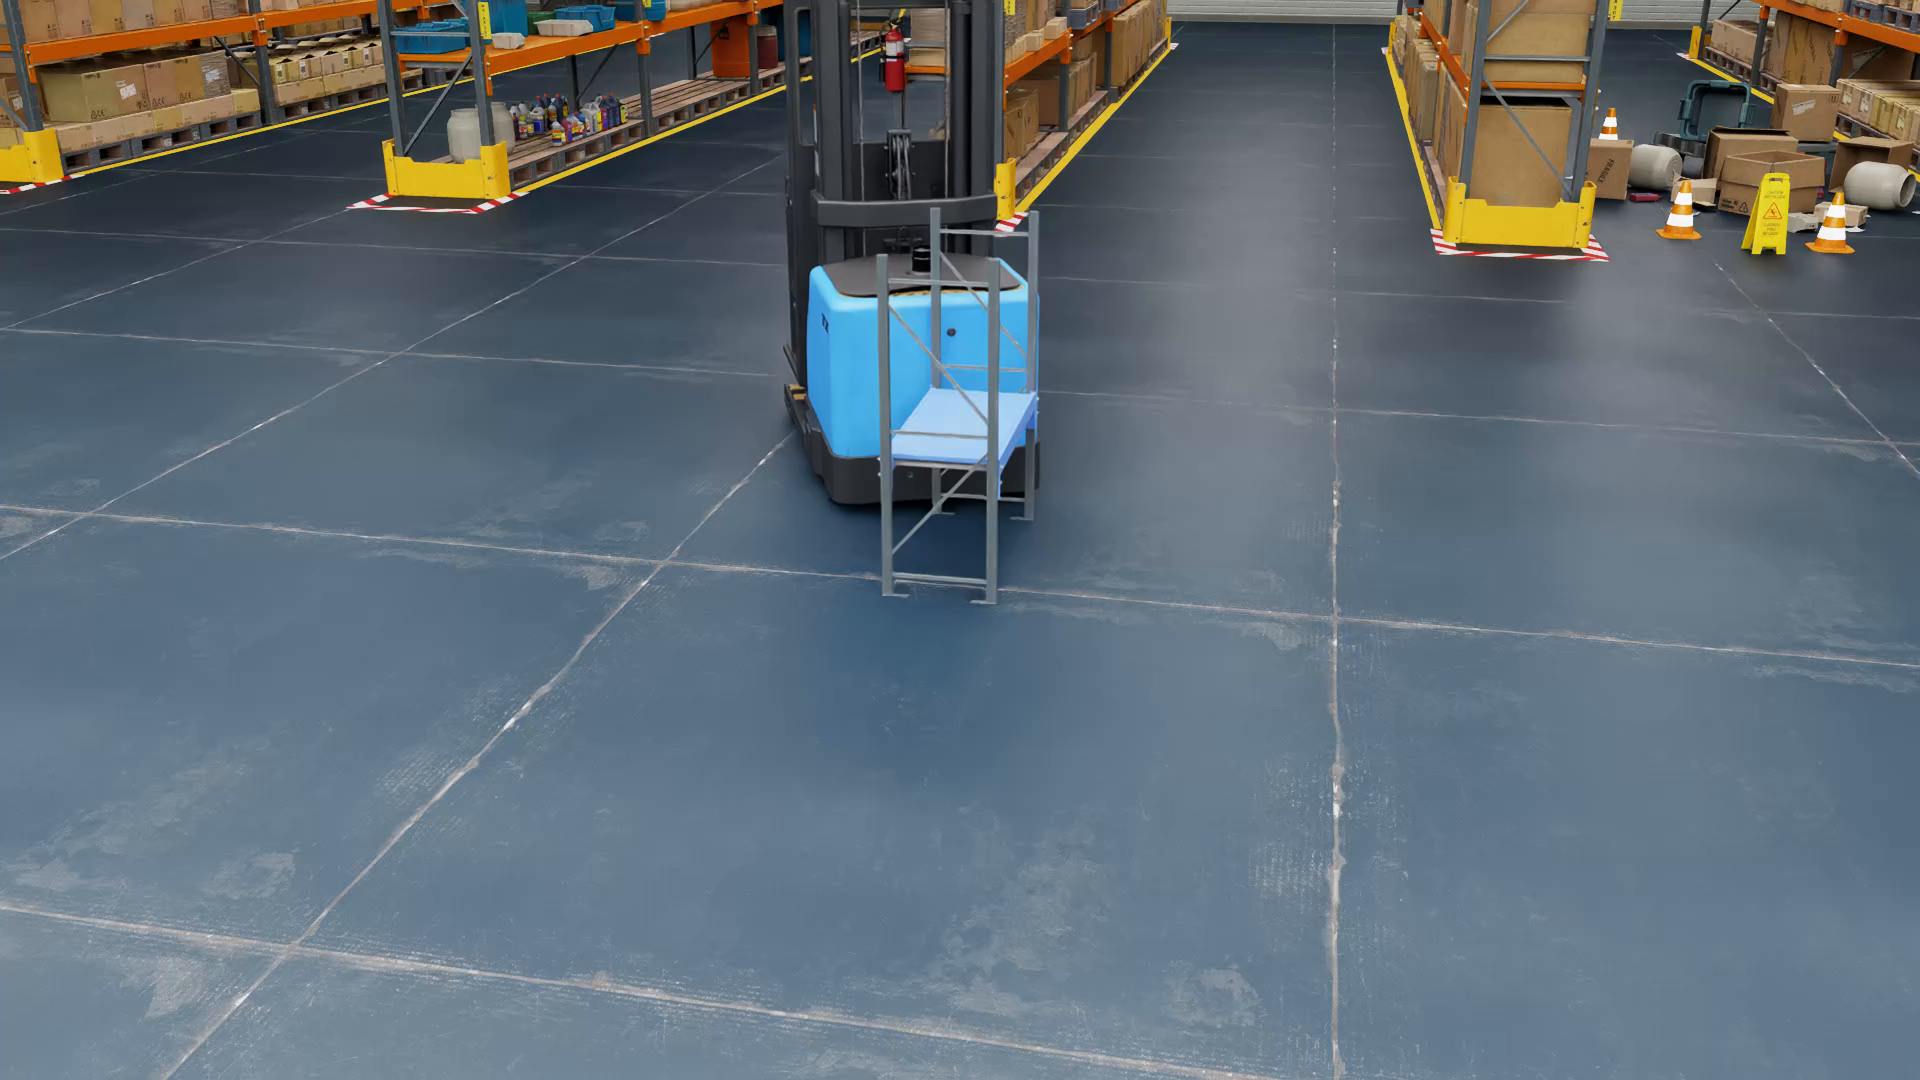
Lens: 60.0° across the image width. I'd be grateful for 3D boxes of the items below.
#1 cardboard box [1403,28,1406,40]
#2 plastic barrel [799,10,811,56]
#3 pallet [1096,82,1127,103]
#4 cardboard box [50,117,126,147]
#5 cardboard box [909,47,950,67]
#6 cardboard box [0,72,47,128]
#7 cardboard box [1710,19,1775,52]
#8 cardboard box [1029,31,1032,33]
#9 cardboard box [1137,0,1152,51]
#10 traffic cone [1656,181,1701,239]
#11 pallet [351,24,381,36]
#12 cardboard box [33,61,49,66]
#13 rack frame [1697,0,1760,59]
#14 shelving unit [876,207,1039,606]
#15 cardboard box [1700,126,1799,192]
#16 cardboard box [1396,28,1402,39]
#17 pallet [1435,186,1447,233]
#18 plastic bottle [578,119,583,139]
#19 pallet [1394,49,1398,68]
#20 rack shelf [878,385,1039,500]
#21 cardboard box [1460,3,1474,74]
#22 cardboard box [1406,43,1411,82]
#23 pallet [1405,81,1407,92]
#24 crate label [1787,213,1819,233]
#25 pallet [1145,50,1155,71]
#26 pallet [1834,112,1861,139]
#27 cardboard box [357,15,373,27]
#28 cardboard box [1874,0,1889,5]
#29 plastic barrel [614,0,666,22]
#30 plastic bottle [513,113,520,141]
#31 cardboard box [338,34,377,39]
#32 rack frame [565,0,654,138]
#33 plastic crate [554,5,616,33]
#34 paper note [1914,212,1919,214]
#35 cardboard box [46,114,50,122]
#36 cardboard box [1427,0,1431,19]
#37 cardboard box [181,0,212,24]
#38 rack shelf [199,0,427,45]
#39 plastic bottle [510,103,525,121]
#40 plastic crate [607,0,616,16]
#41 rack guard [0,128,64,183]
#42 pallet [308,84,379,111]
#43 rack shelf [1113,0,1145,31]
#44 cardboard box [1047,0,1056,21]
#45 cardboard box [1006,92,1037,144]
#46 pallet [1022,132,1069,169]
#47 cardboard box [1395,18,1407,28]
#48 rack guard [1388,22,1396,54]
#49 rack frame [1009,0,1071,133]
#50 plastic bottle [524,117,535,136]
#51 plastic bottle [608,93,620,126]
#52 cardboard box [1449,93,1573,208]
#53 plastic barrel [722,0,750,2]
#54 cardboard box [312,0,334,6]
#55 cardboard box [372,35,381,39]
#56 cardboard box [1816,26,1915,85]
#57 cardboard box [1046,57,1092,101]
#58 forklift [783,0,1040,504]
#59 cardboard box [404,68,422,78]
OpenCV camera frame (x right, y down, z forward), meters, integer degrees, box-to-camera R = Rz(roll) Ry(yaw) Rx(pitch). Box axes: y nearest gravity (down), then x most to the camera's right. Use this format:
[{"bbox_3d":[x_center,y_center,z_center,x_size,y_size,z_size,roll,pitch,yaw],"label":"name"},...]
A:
[{"bbox_3d":[7.053,-7.823,25.721,0.380,0.149,0.250,4,22,10],"label":"cardboard box"},{"bbox_3d":[-2.633,-8.153,26.329,0.600,0.901,0.708,4,22,11],"label":"plastic barrel"},{"bbox_3d":[1.762,-6.278,23.159,1.003,0.211,1.213,4,22,11],"label":"pallet"},{"bbox_3d":[-9.377,-4.401,17.885,0.500,0.250,0.500,4,22,11],"label":"cardboard box"},{"bbox_3d":[-0.249,-4.367,15.017,0.380,0.149,0.250,4,22,11],"label":"cardboard box"},{"bbox_3d":[-9.984,-4.606,17.389,0.500,0.500,0.500,4,22,11],"label":"cardboard box"},{"bbox_3d":[12.825,-8.217,27.107,0.875,0.438,0.875,4,22,9],"label":"cardboard box"},{"bbox_3d":[0.509,-4.975,16.528,0.380,0.149,0.250,4,22,11],"label":"cardboard box"},{"bbox_3d":[2.557,-8.196,26.472,0.875,0.875,0.875,4,22,11],"label":"cardboard box"},{"bbox_3d":[6.228,-2.857,14.329,0.336,0.463,0.334,4,22,11],"label":"traffic cone"},{"bbox_3d":[-11.474,-9.756,31.794,1.003,0.211,1.213,4,22,11],"label":"pallet"},{"bbox_3d":[-13.408,-6.836,23.568,0.700,0.500,0.500,4,22,11],"label":"cardboard box"},{"bbox_3d":[12.861,-9.459,27.325,1.000,3.000,0.127,4,22,11],"label":"rack frame"},{"bbox_3d":[0.012,-0.621,7.387,0.538,1.500,1.048,4,22,10],"label":"shelving unit"},{"bbox_3d":[7.659,-3.691,16.162,0.797,0.637,0.503,4,22,11],"label":"cardboard box"},{"bbox_3d":[7.404,-8.360,27.453,0.380,0.149,0.250,5,23,13],"label":"cardboard box"},{"bbox_3d":[4.817,-2.953,14.903,1.003,0.211,1.213,4,22,11],"label":"pallet"},{"bbox_3d":[-4.168,-4.484,18.129,0.097,0.201,0.097,0,22,0],"label":"plastic bottle"},{"bbox_3d":[7.528,-7.739,26.787,1.003,0.211,1.213,4,22,11],"label":"pallet"},{"bbox_3d":[0.012,-0.454,7.454,0.538,0.185,1.000,4,22,10],"label":"rack shelf"},{"bbox_3d":[4.852,-4.360,14.462,0.875,0.550,0.550,4,22,11],"label":"cardboard box"},{"bbox_3d":[6.442,-6.554,22.896,0.500,0.500,0.500,3,22,9],"label":"cardboard box"},{"bbox_3d":[6.774,-6.311,23.241,1.003,0.211,1.213,4,22,11],"label":"pallet"},{"bbox_3d":[7.365,-2.788,14.593,0.250,0.136,0.298,-7,23,-17],"label":"crate label"},{"bbox_3d":[2.575,-7.730,26.766,1.003,0.211,1.213,4,22,11],"label":"pallet"},{"bbox_3d":[11.068,-4.954,19.872,1.003,0.211,1.213,4,22,11],"label":"pallet"},{"bbox_3d":[-11.534,-9.936,31.293,0.700,0.500,0.500,4,22,11],"label":"cardboard box"},{"bbox_3d":[10.713,-6.211,19.033,0.380,0.149,0.250,5,22,11],"label":"cardboard box"},{"bbox_3d":[-3.762,-6.554,19.442,0.600,0.901,0.708,4,22,11],"label":"plastic barrel"},{"bbox_3d":[-4.826,-4.472,17.989,0.061,0.283,0.133,4,22,11],"label":"plastic bottle"},{"bbox_3d":[-8.564,-7.056,23.726,0.500,0.311,0.500,5,23,13],"label":"cardboard box"},{"bbox_3d":[-4.138,-6.204,19.242,1.000,3.000,0.127,4,22,11],"label":"rack frame"},{"bbox_3d":[-4.098,-5.709,18.213,0.499,0.251,0.616,4,22,11],"label":"plastic crate"},{"bbox_3d":[8.875,-3.016,15.301,0.142,0.019,0.148,-3,22,-8],"label":"paper note"},{"bbox_3d":[-9.892,-4.441,17.985,0.500,0.250,0.500,4,22,11],"label":"cardboard box"},{"bbox_3d":[5.802,-6.406,19.611,0.500,0.500,0.500,4,22,11],"label":"cardboard box"},{"bbox_3d":[-9.172,-6.273,19.280,0.700,0.500,0.500,4,22,10],"label":"cardboard box"},{"bbox_3d":[-8.578,-6.980,22.133,1.077,0.370,4.000,4,22,11],"label":"rack shelf"},{"bbox_3d":[-4.872,-4.623,18.274,0.144,0.351,0.185,5,23,13],"label":"plastic bottle"},{"bbox_3d":[-4.338,-6.434,19.727,0.402,0.464,0.583,4,22,11],"label":"plastic crate"},{"bbox_3d":[-9.807,-3.951,16.996,1.175,0.500,0.348,4,22,11],"label":"rack guard"},{"bbox_3d":[-8.627,-6.009,22.491,1.003,0.211,1.213,4,22,11],"label":"pallet"},{"bbox_3d":[1.936,-7.687,23.887,1.077,0.370,4.000,4,22,11],"label":"rack shelf"},{"bbox_3d":[0.559,-5.851,17.833,0.875,0.500,0.500,4,22,11],"label":"cardboard box"},{"bbox_3d":[0.481,-4.508,17.816,0.500,0.500,0.500,12,25,28],"label":"cardboard box"},{"bbox_3d":[0.609,-4.284,18.209,1.003,0.211,1.213,4,22,11],"label":"pallet"},{"bbox_3d":[7.440,-8.590,27.625,0.380,0.149,0.250,4,22,11],"label":"cardboard box"},{"bbox_3d":[7.979,-8.612,28.569,1.175,0.500,0.348,4,22,11],"label":"rack guard"},{"bbox_3d":[0.711,-5.826,18.304,1.000,3.000,0.127,4,22,11],"label":"rack frame"},{"bbox_3d":[-4.745,-4.560,18.318,0.097,0.201,0.097,0,22,0],"label":"plastic bottle"},{"bbox_3d":[-3.987,-4.921,19.015,0.144,0.351,0.185,4,22,9],"label":"plastic bottle"},{"bbox_3d":[4.804,-3.410,14.588,0.875,0.875,0.875,5,22,11],"label":"cardboard box"},{"bbox_3d":[-3.119,-7.537,22.370,0.600,0.536,0.708,4,22,11],"label":"plastic barrel"},{"bbox_3d":[-8.604,-7.284,21.792,0.500,0.500,0.500,4,22,11],"label":"cardboard box"},{"bbox_3d":[-8.036,-7.015,23.623,0.500,0.311,0.500,5,22,12],"label":"cardboard box"},{"bbox_3d":[11.451,-5.989,20.991,0.875,0.875,0.875,4,22,10],"label":"cardboard box"},{"bbox_3d":[1.310,-5.883,21.203,0.700,0.500,0.500,3,22,6],"label":"cardboard box"},{"bbox_3d":[-0.411,-2.052,9.024,1.130,2.935,3.031,-5,22,-11],"label":"forklift"},{"bbox_3d":[-8.038,-6.754,23.726,0.500,0.250,0.500,5,22,12],"label":"cardboard box"}]
